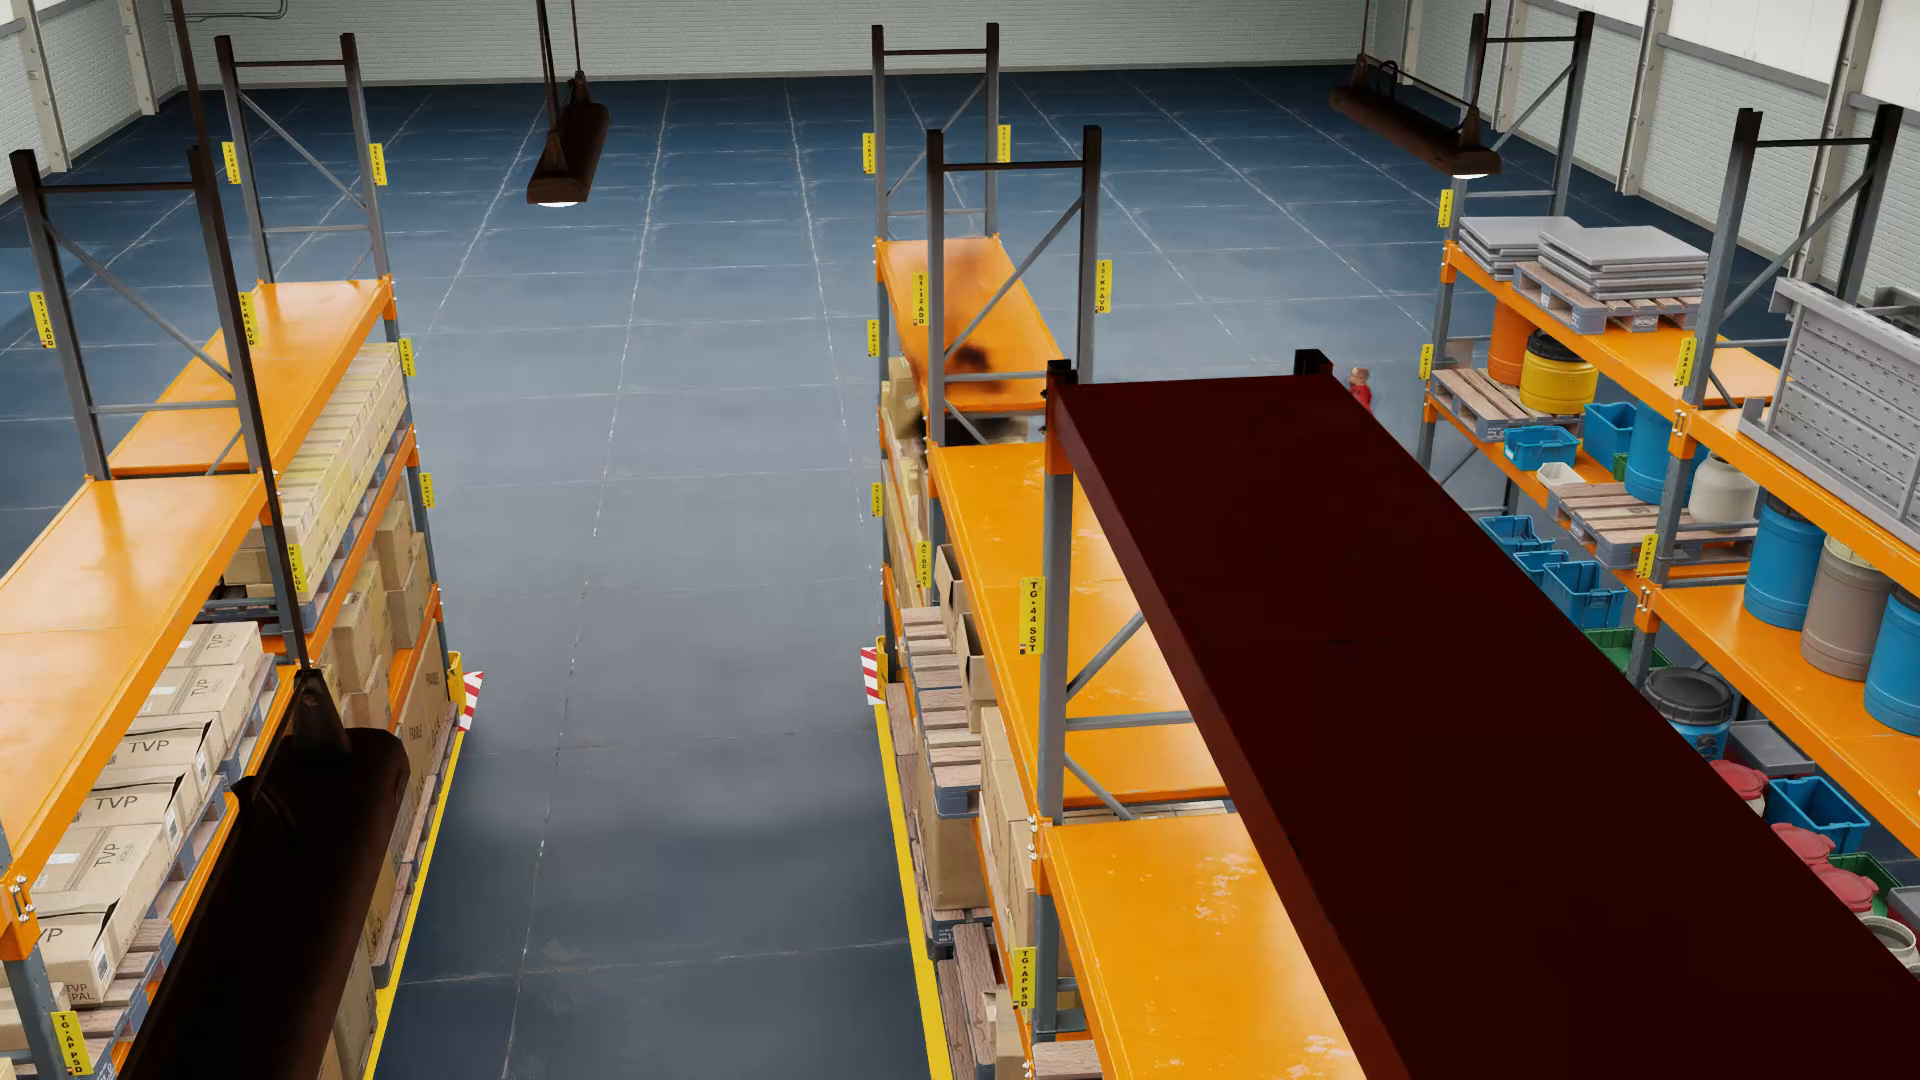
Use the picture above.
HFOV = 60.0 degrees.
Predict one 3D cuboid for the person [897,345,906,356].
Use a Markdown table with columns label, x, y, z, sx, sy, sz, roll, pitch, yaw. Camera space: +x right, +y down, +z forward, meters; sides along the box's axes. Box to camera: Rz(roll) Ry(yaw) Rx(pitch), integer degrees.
| label | x | y | z | sx | sy | sz | roll | pitch | yaw |
| --- | --- | --- | --- | --- | --- | --- | --- | --- | --- |
| person | -0.561 | -1.493 | 19.727 | 0.769 | 1.694 | 0.624 | 11 | 28 | 22 |

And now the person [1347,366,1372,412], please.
| label | x | y | z | sx | sy | sz | roll | pitch | yaw |
| --- | --- | --- | --- | --- | --- | --- | --- | --- | --- |
| person | 4.524 | -1.189 | 19.076 | 0.604 | 1.688 | 0.665 | 8 | 27 | 16 |
